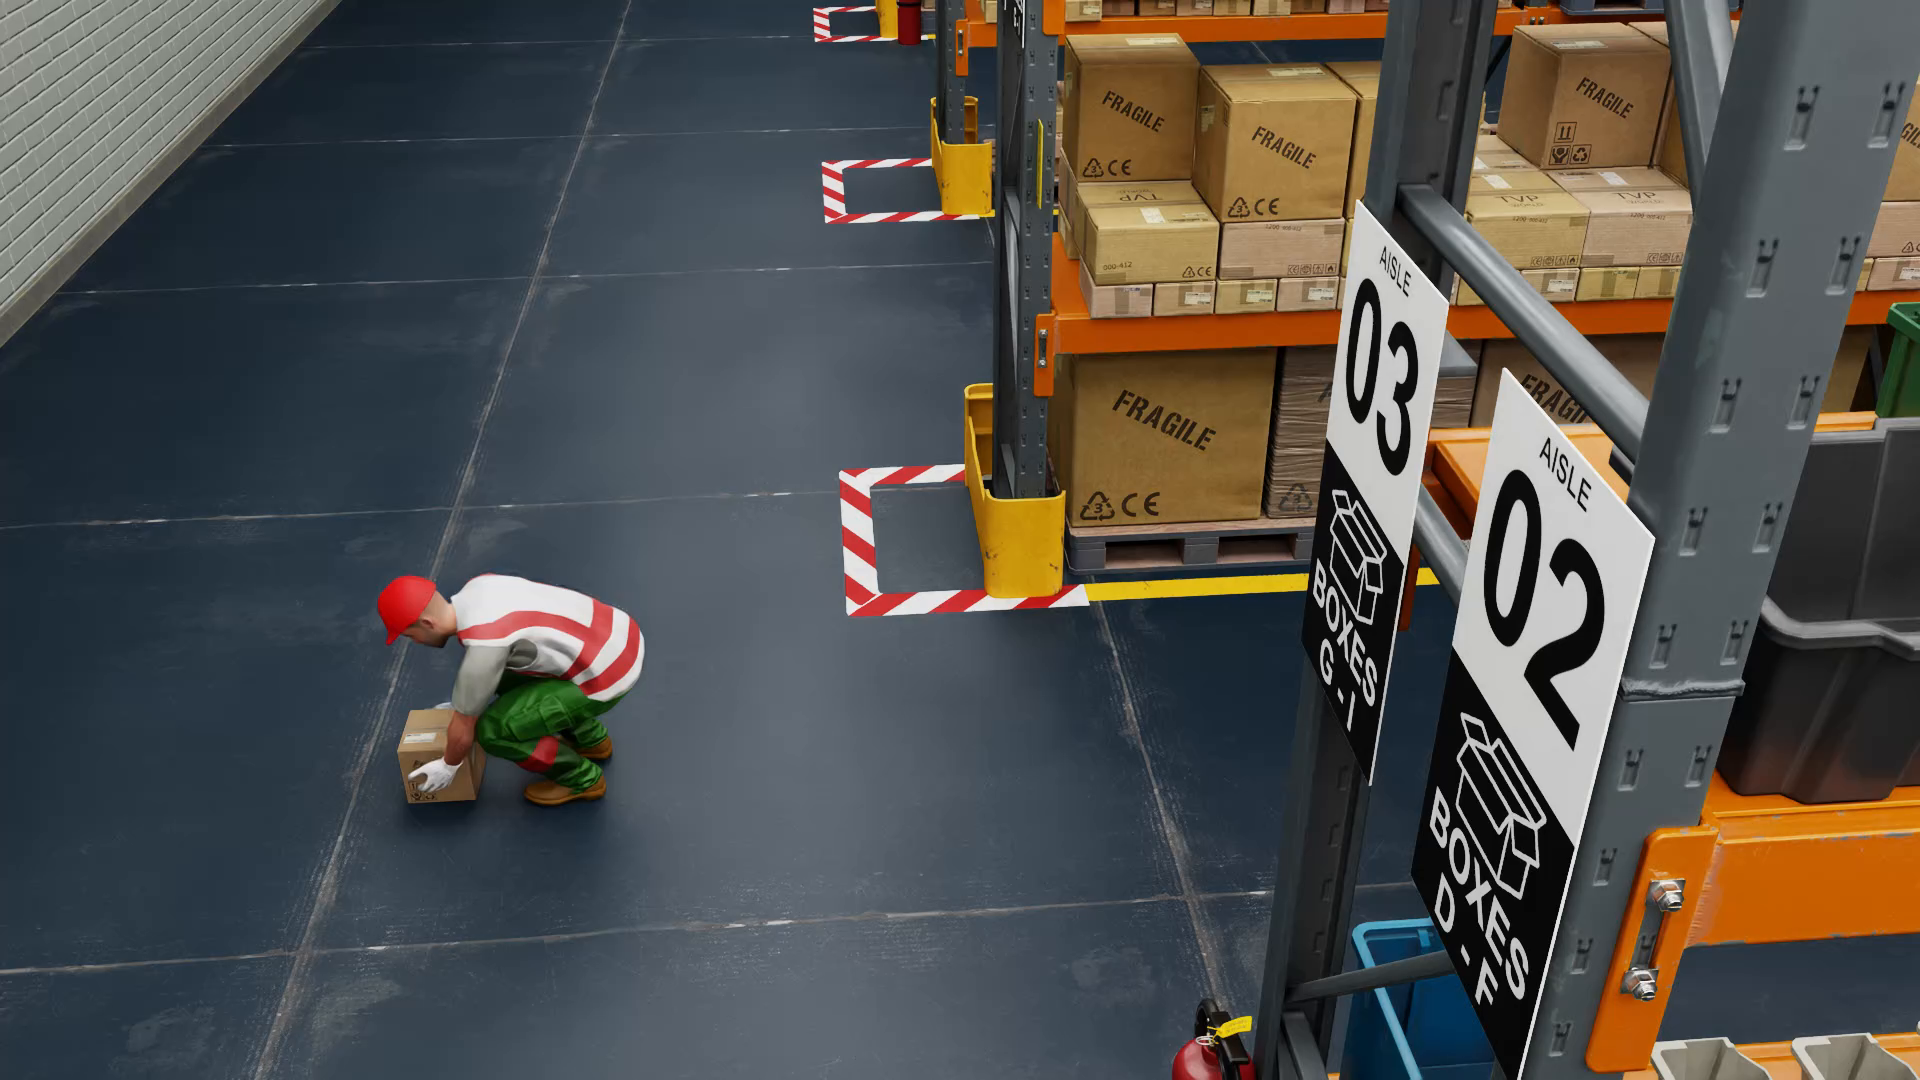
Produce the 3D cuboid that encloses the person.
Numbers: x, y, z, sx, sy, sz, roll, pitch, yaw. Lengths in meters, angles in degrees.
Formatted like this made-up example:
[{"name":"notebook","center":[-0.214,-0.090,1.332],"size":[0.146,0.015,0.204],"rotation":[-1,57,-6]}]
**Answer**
[{"name":"person","center":[-1.598,0.509,6.076],"size":[0.882,0.955,0.570],"rotation":[-3,31,-5]}]
